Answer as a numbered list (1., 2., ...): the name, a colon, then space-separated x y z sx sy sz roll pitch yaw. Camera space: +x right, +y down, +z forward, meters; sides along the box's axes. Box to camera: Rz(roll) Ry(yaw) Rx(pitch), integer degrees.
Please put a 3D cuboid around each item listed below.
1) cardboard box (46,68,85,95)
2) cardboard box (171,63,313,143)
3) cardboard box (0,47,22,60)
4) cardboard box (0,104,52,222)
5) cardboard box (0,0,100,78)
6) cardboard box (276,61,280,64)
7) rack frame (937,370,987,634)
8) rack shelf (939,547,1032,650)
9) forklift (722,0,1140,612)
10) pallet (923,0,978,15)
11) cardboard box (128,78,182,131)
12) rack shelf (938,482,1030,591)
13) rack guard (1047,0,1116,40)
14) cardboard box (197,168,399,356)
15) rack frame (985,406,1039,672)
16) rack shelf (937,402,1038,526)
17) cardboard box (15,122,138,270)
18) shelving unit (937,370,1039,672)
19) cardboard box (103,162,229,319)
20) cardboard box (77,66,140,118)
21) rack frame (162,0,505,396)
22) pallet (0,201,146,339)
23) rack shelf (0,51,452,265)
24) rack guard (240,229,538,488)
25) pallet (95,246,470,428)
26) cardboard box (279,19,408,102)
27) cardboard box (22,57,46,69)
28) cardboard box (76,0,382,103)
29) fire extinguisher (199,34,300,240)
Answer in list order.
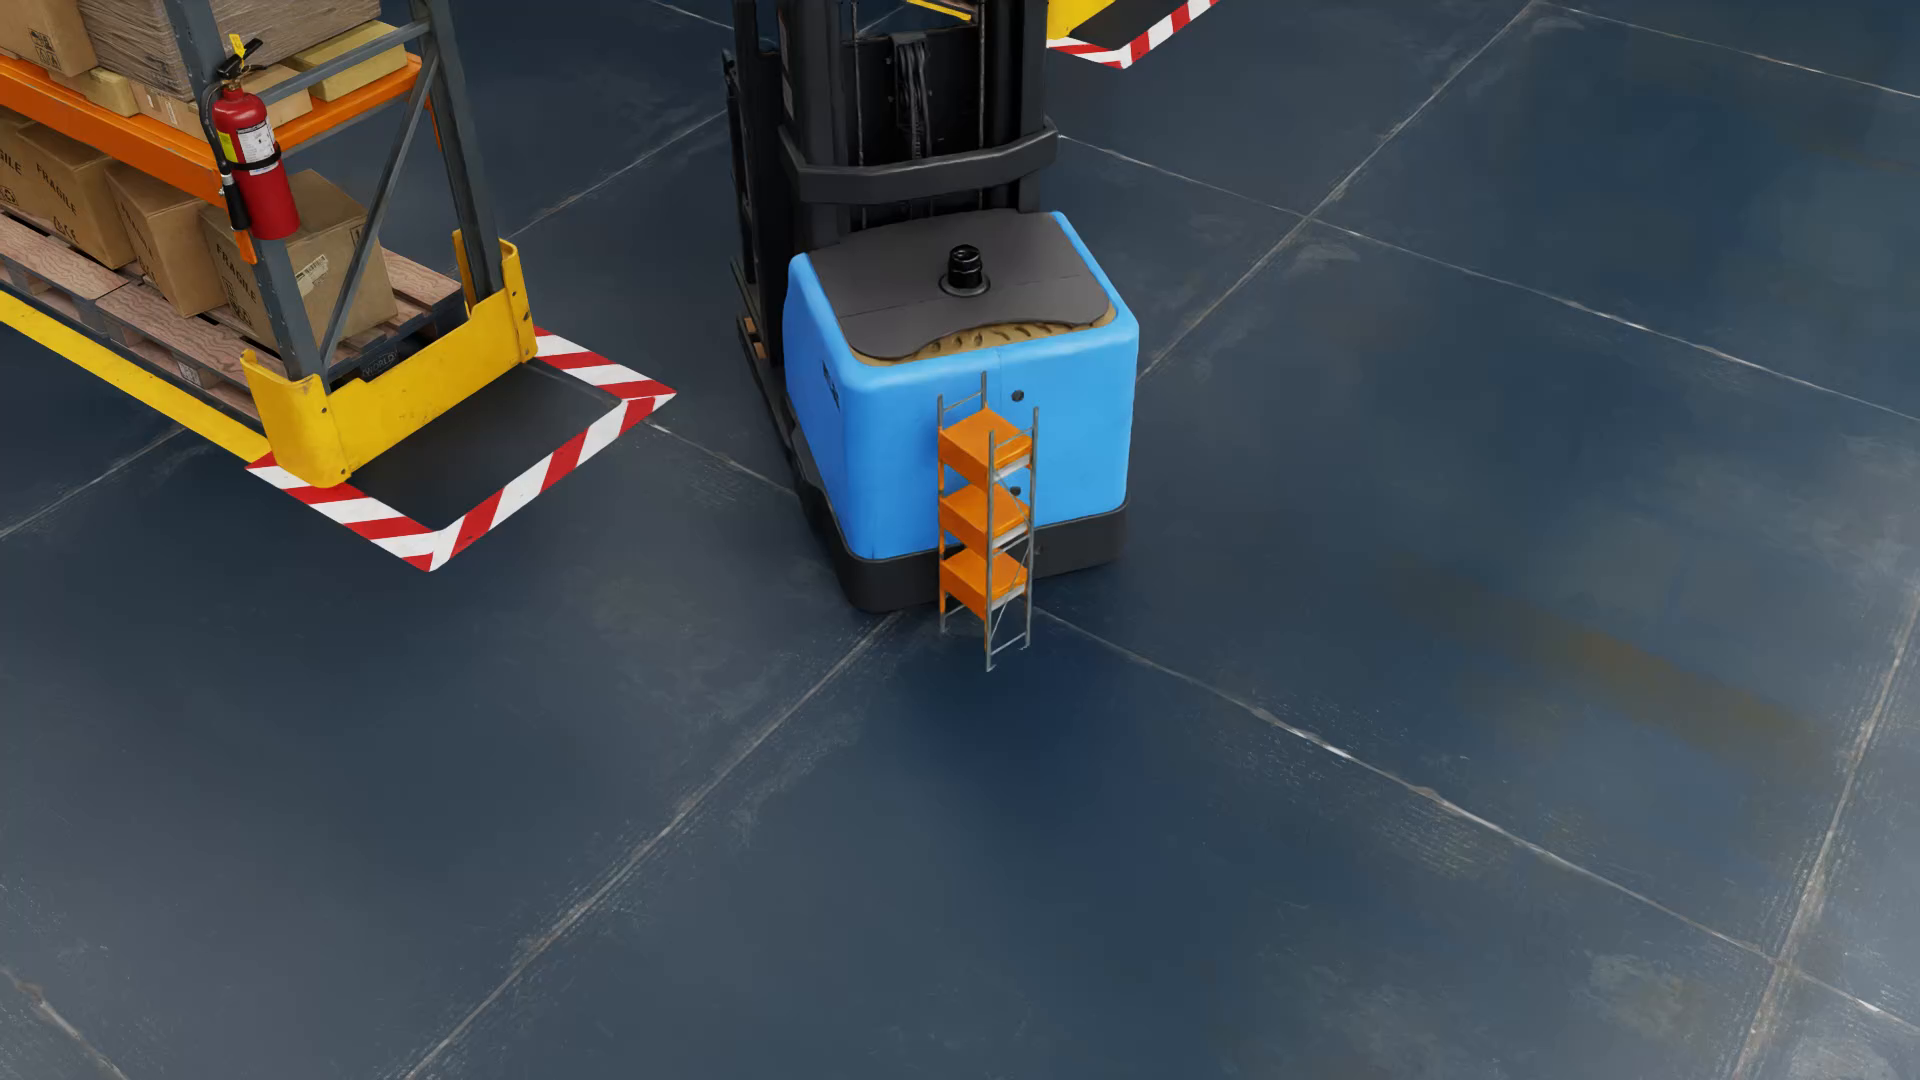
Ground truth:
1. cardboard box: -3.192 -1.828 6.232 0.250 0.149 0.380 25 48 25
2. cardboard box: -2.557 -1.560 5.933 0.250 0.149 0.380 25 48 25
3. cardboard box: -3.590 -2.030 6.457 0.250 0.149 0.380 25 48 25
4. cardboard box: -4.149 -1.829 7.604 0.500 0.500 0.500 21 46 22
5. cardboard box: -3.118 -2.157 6.113 0.500 0.500 0.875 25 48 25
6. cardboard box: -2.496 -1.909 6.323 0.250 0.149 0.380 25 48 25
7. rack frame: 0.007 -0.102 5.577 0.200 1.050 0.008 -30 50 -29
8. rack shelf: 0.086 0.174 5.701 0.215 0.259 0.240 -30 50 -29
9. forklift: -0.319 -1.833 6.100 1.130 2.935 3.031 -12 43 -13
10. pallet: 0.026 -3.551 10.060 1.213 0.211 1.003 25 48 25
11. cardboard box: -2.762 -1.656 6.040 0.250 0.149 0.380 25 48 25
12. rack shelf: 0.086 -0.033 5.515 0.215 0.259 0.240 -30 50 -29
13. rack guard: 0.745 -3.386 9.659 0.348 0.500 1.175 25 48 25
14. cardboard box: -2.707 -1.131 6.824 0.500 0.500 0.500 -33 51 -31
15. rack frame: 0.166 0.021 5.439 0.200 1.050 0.008 -30 50 -29
16. rack shelf: 0.086 -0.244 5.326 0.215 0.259 0.240 -30 50 -29
17. cardboard box: -3.718 -1.591 7.338 0.500 0.500 0.500 30 50 29
18. shelving unit: 0.086 -0.041 5.508 0.215 1.050 0.252 -30 50 -29
19. cardboard box: -3.216 -1.341 7.059 0.500 0.500 0.500 -29 49 -28
20. cardboard box: -2.996 -1.724 6.116 0.250 0.149 0.380 25 48 25
21. rack frame: -2.205 -1.657 5.853 0.127 3.000 1.000 25 48 25
22. pallet: -3.907 -1.445 7.707 1.213 0.211 1.003 25 48 25
23. rack shelf: -3.843 -2.155 6.949 4.000 0.370 1.077 25 48 25
24. rack guard: -2.268 -0.755 6.719 0.348 0.500 1.175 25 48 25
25. pallet: -2.913 -0.978 7.184 1.213 0.211 1.003 25 48 25
26. cardboard box: -2.302 -1.803 6.204 0.250 0.149 0.380 25 48 25
27. cardboard box: -3.373 -1.946 6.364 0.250 0.149 0.380 25 48 25
28. cardboard box: -2.640 -2.031 5.972 0.500 0.500 0.875 25 48 25
29. fire extinguisher: -2.376 -1.333 5.548 0.183 0.674 0.296 25 48 25
